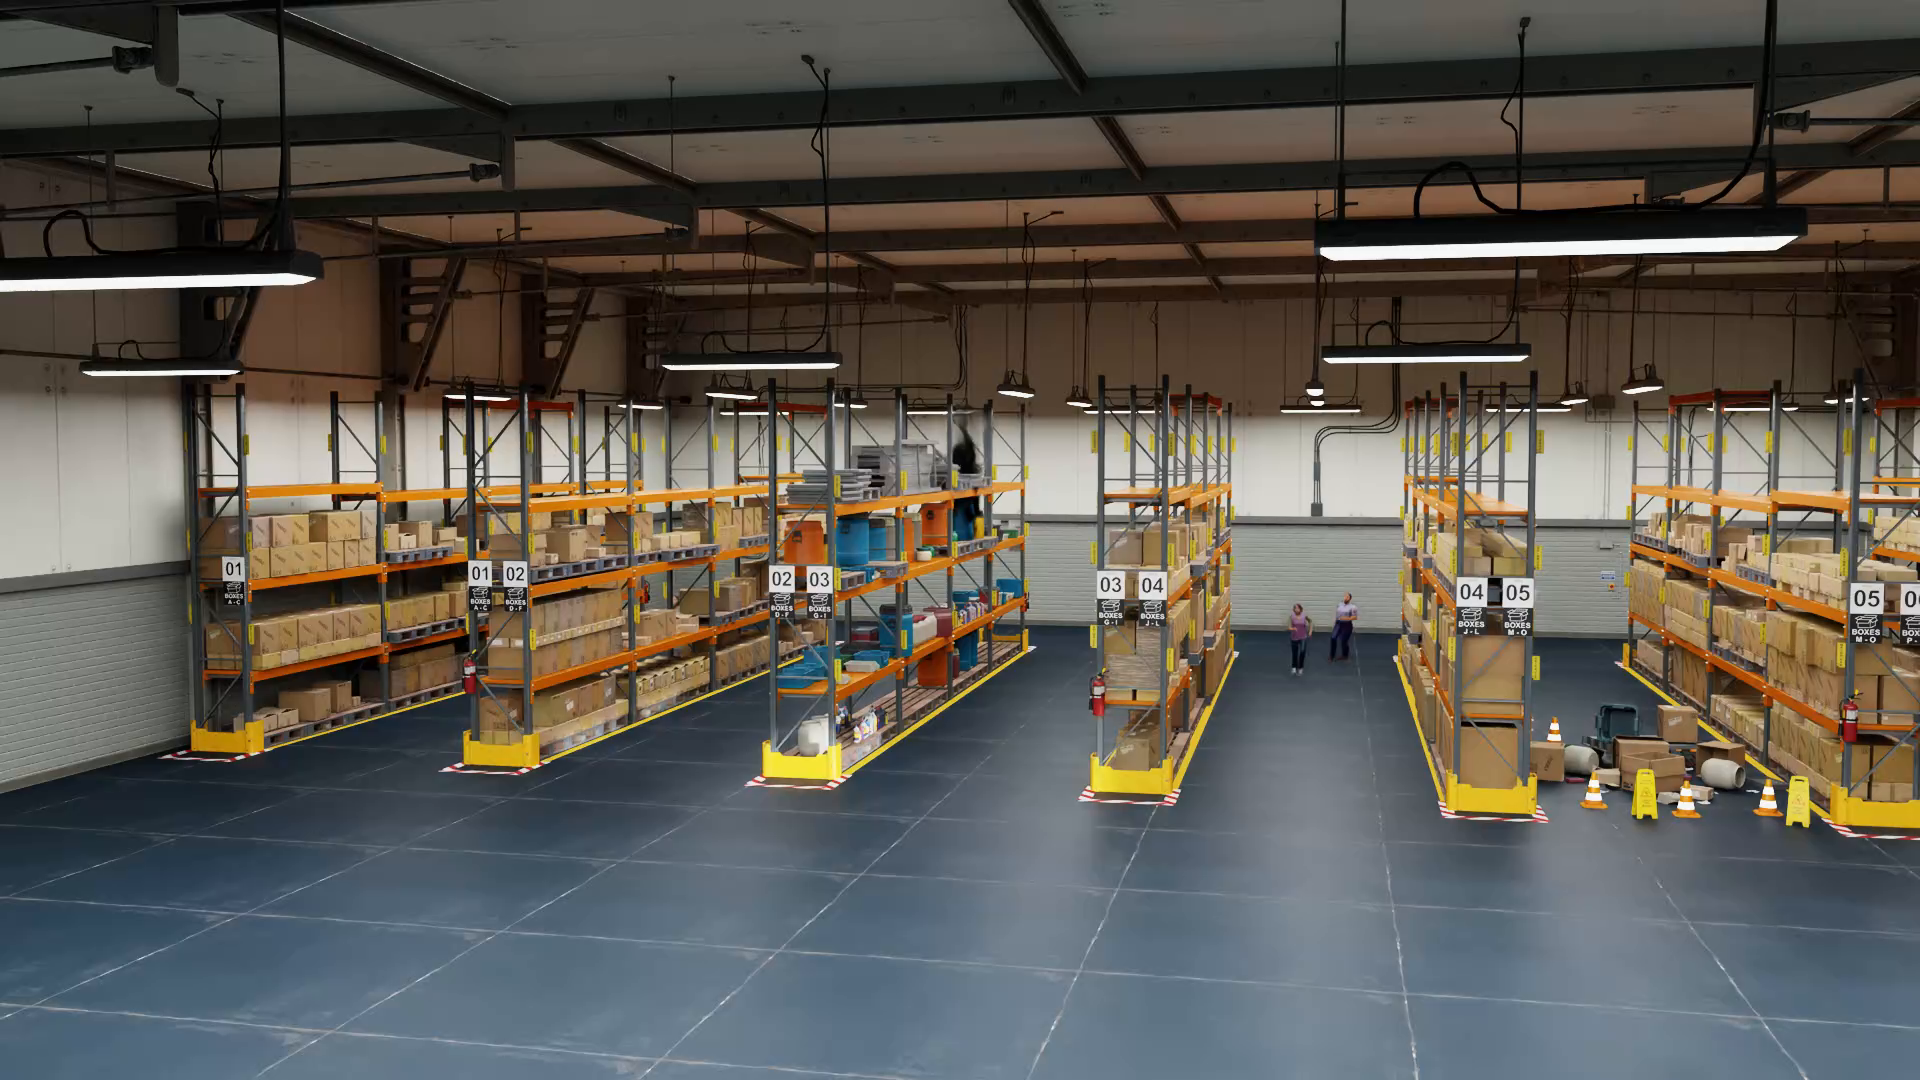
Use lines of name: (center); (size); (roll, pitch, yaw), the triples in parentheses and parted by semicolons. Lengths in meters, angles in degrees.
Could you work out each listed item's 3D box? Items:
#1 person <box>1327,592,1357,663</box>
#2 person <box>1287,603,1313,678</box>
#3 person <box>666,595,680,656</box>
person: (8.856, 2.020, 38.269); (0.623, 1.624, 0.682); (2, 4, 37)
person: (7.313, 2.158, 35.817); (0.545, 1.576, 0.813); (1, 3, 13)
person: (-6.292, 2.050, 36.622); (0.559, 1.688, 0.904); (0, 3, 4)
